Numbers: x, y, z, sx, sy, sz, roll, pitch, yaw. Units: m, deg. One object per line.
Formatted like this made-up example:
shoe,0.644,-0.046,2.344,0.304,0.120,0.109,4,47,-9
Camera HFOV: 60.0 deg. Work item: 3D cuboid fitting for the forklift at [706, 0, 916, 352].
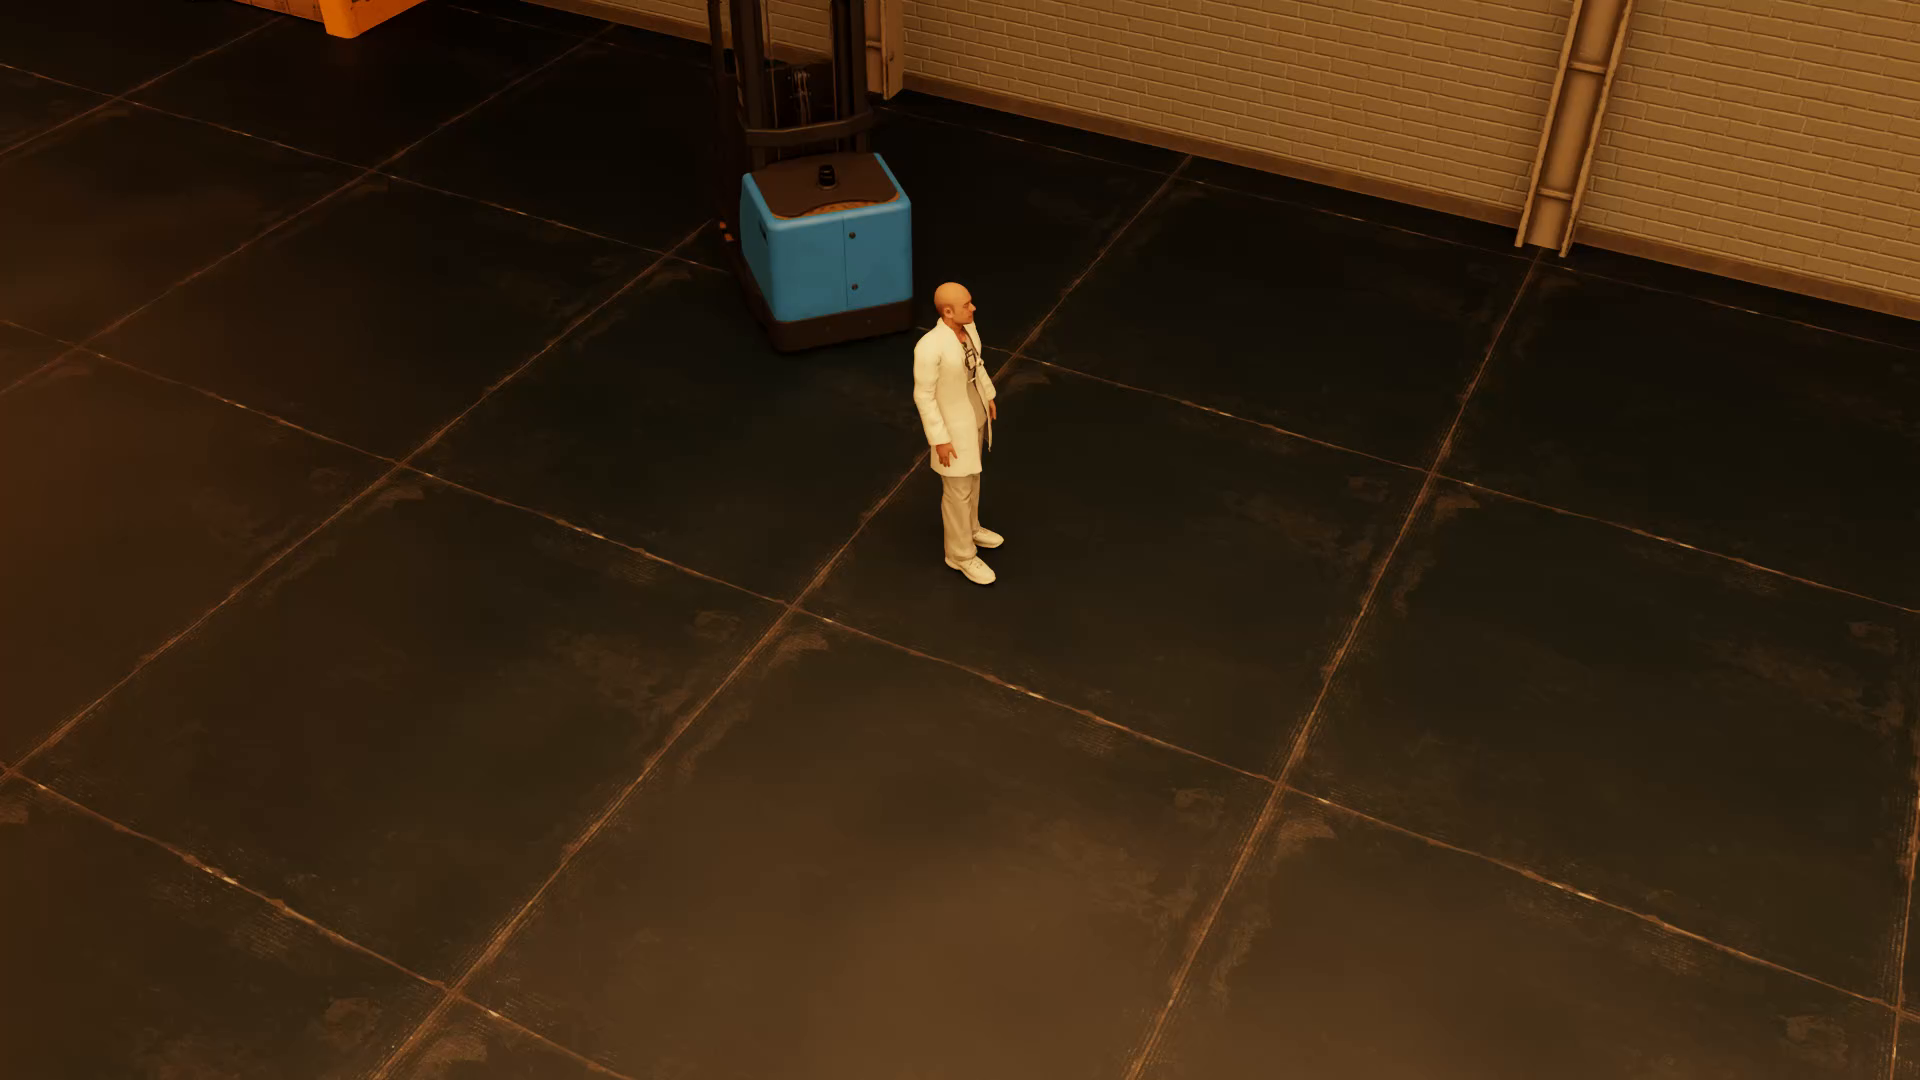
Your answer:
forklift,-1.280,-3.407,12.032,1.130,2.935,3.031,-13,42,-15

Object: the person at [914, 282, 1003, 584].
person,0.079,-0.657,9.649,0.578,1.778,0.698,18,43,21
